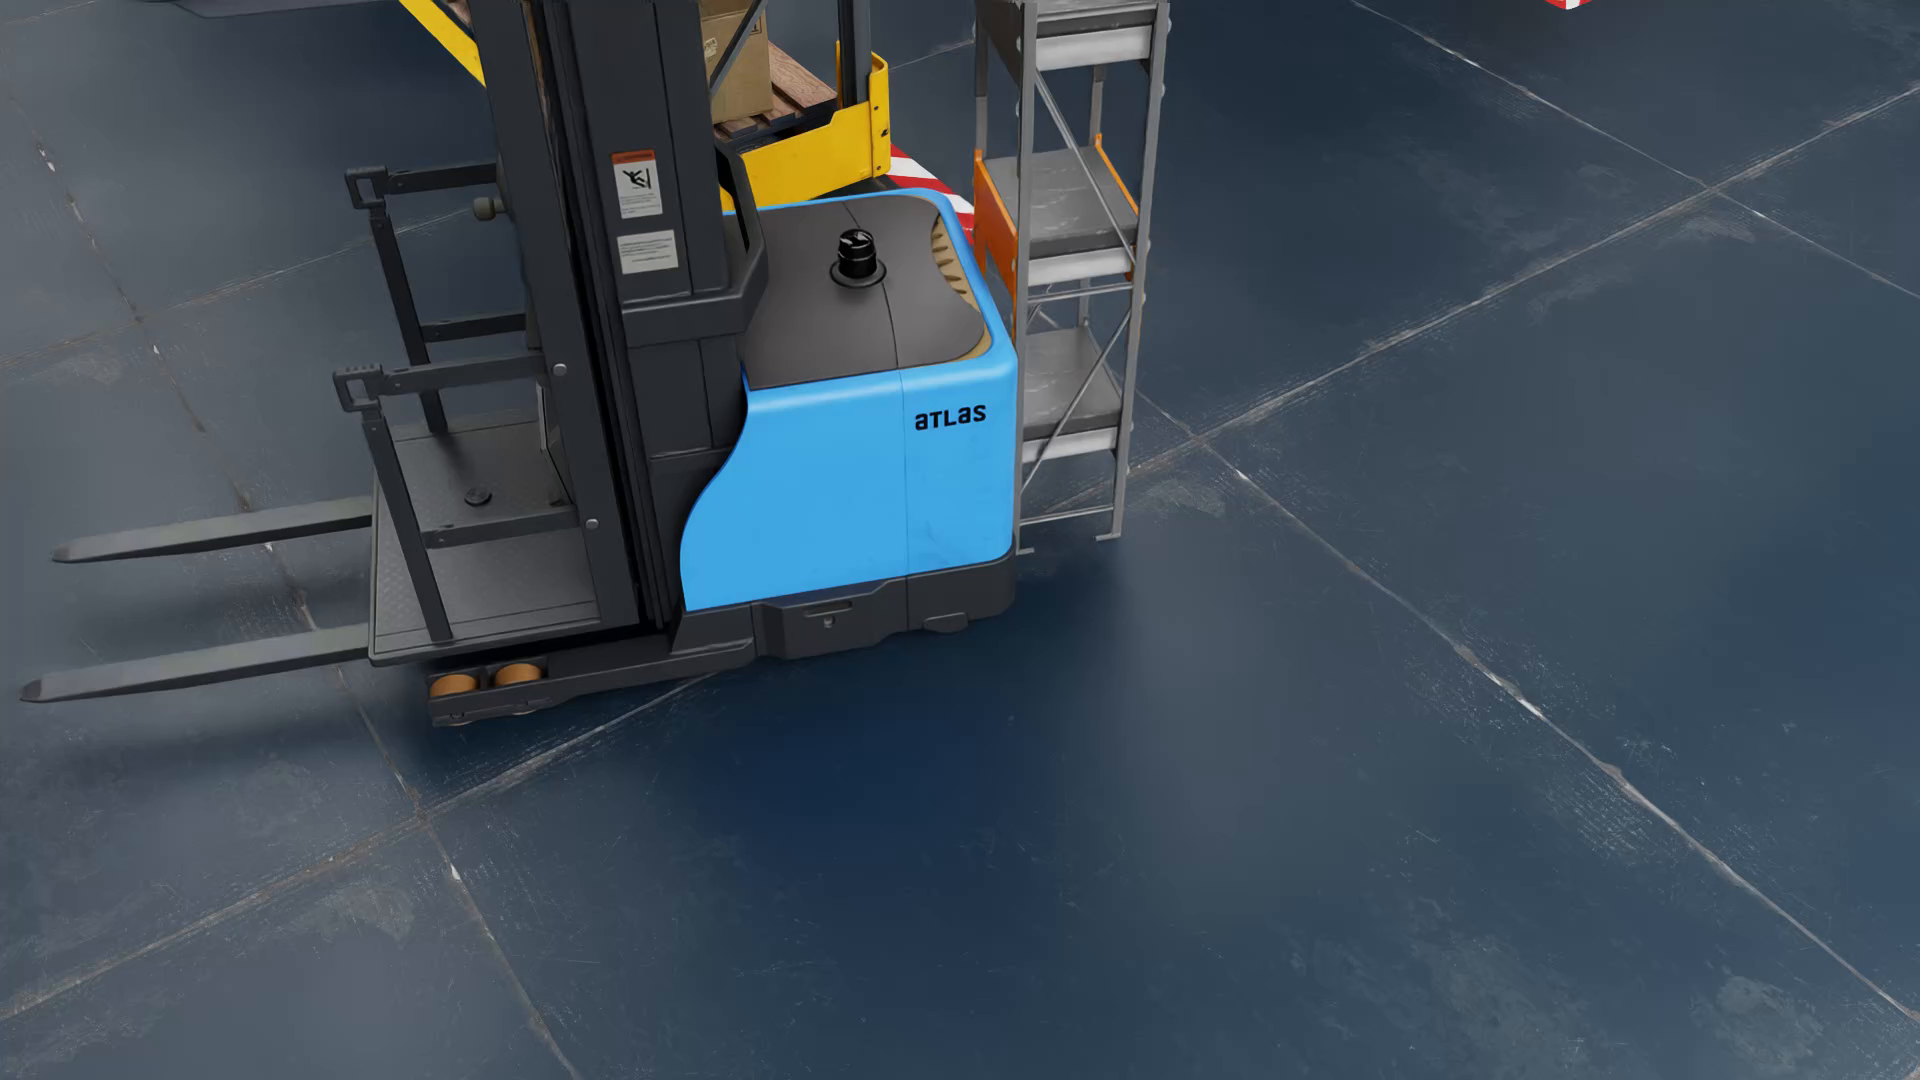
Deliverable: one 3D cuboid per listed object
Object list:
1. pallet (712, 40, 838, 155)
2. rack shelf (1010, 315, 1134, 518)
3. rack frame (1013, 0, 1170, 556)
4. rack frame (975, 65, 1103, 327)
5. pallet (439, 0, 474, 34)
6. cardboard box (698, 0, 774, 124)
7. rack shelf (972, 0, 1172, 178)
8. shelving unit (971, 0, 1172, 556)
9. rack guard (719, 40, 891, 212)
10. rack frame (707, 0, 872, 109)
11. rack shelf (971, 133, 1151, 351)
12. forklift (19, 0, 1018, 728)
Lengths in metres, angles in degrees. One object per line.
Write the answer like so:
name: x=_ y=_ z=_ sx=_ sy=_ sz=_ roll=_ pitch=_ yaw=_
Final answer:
pallet: x=-1.299 y=-2.089 z=7.785 sx=1.003 sy=0.211 sz=1.213 roll=-26 pitch=49 yaw=-24
rack shelf: x=0.302 y=-0.388 z=5.669 sx=0.431 sy=0.518 sz=0.480 roll=-10 pitch=45 yaw=-10
rack frame: x=0.361 y=-0.741 z=5.005 sx=0.400 sy=2.100 sz=0.015 roll=-10 pitch=45 yaw=-10
rack frame: x=0.242 y=-1.067 z=5.347 sx=0.400 sy=2.100 sz=0.015 roll=-10 pitch=45 yaw=-10
pallet: x=-1.993 y=-2.779 z=8.509 sx=1.003 sy=0.211 sz=1.213 roll=-26 pitch=49 yaw=-24
cardboard box: x=-1.163 y=-2.189 z=7.376 sx=0.500 sy=0.500 sz=0.500 roll=-17 pitch=46 yaw=-17
rack shelf: x=0.302 y=-1.400 z=4.702 sx=0.431 sy=0.518 sz=0.480 roll=-10 pitch=45 yaw=-10
shelving unit: x=0.302 y=-0.904 z=5.176 sx=0.431 sy=2.100 sz=0.503 roll=-10 pitch=45 yaw=-10
rack guard: x=-0.863 y=-1.719 z=7.189 sx=1.175 sy=0.500 sz=0.348 roll=-26 pitch=49 yaw=-24
rack frame: x=-0.820 y=-2.581 z=6.281 sx=1.000 sy=3.000 sz=0.127 roll=-26 pitch=49 yaw=-24
rack shelf: x=0.302 y=-0.894 z=5.186 sx=0.431 sy=0.518 sz=0.480 roll=-10 pitch=45 yaw=-10
forklift: x=-1.393 y=-0.888 z=4.558 sx=3.031 sy=2.935 sz=1.130 roll=-9 pitch=44 yaw=-10
